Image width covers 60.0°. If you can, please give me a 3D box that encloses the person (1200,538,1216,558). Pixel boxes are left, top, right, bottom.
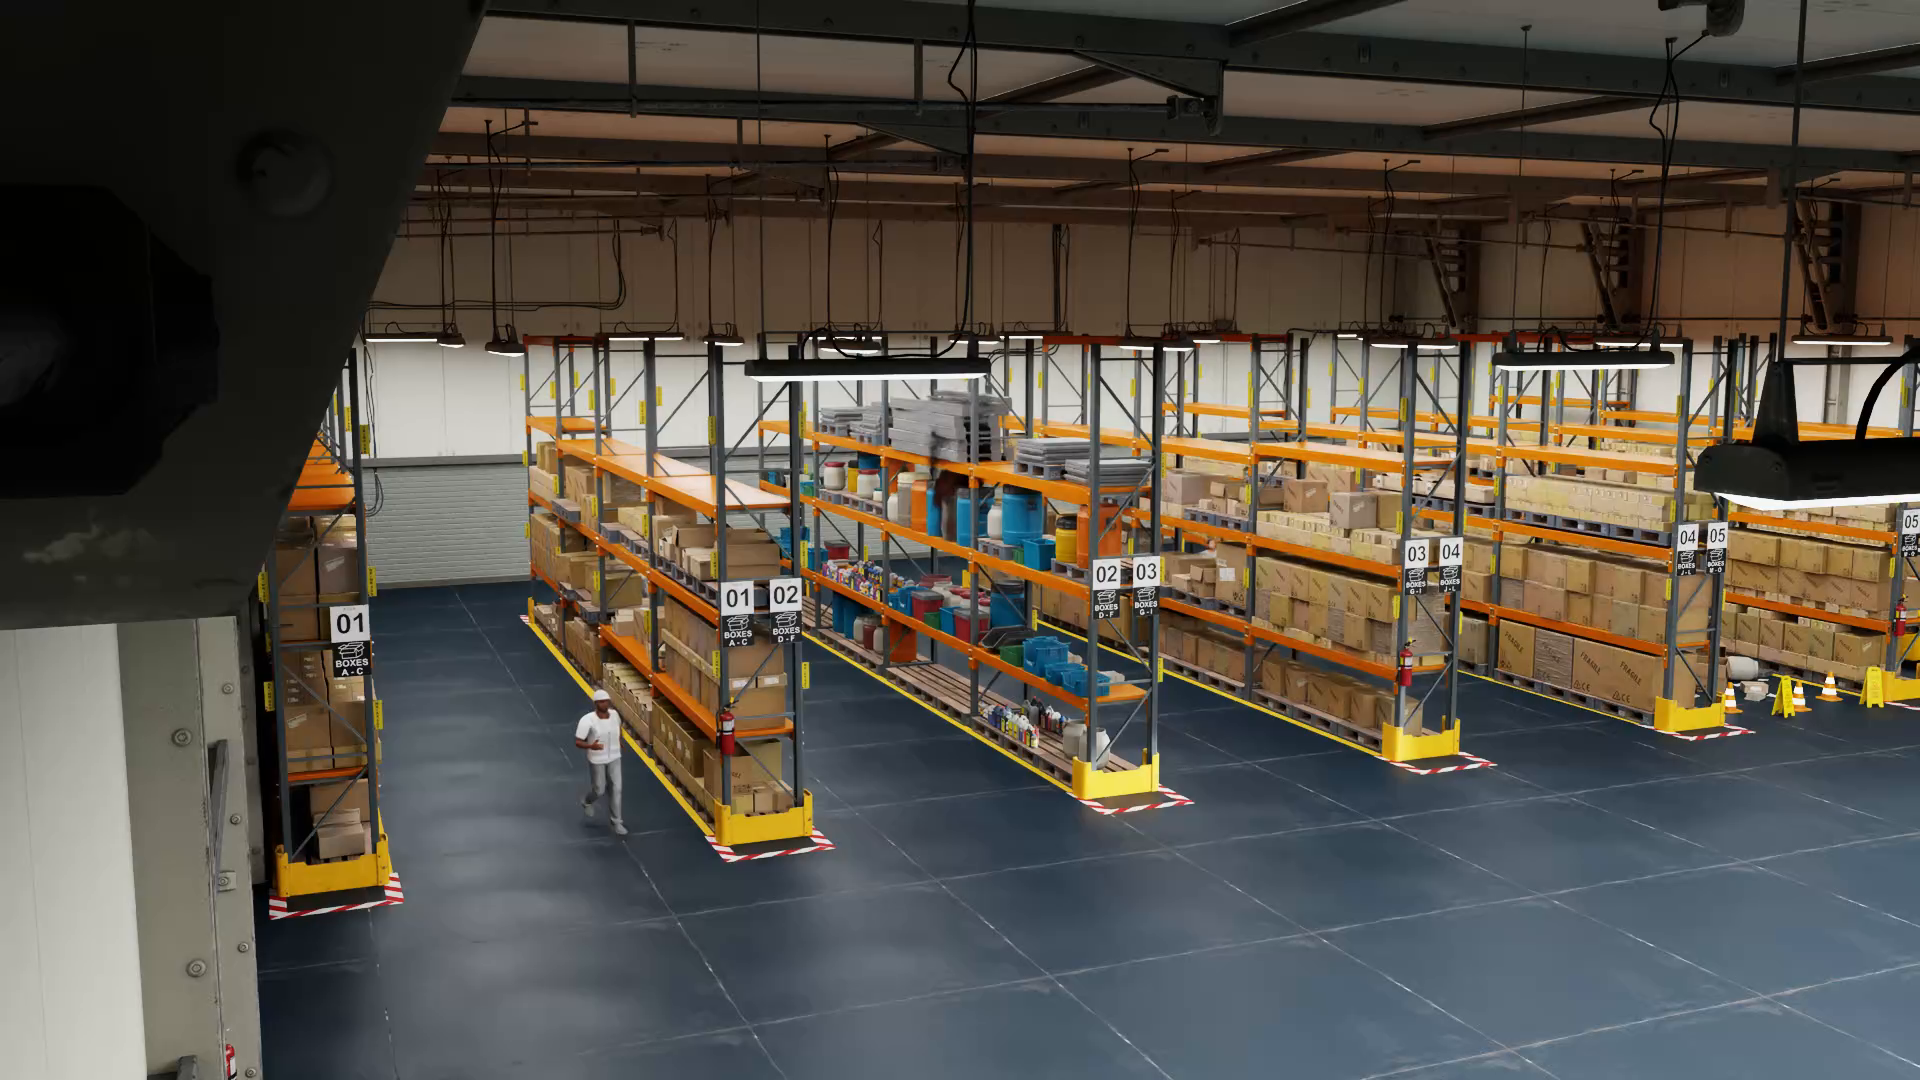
[{"bbox_3d":[5.352,0.771,35.599,0.593,1.646,0.906,-2,8,-16],"label":"person"}]

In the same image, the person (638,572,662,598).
[{"bbox_3d":[-6.614,0.781,35.171,0.707,1.729,0.627,-5,9,-34],"label":"person"}]

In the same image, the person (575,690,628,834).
[{"bbox_3d":[-4.399,2.711,20.549,0.703,1.740,0.955,-6,9,-36],"label":"person"}]
